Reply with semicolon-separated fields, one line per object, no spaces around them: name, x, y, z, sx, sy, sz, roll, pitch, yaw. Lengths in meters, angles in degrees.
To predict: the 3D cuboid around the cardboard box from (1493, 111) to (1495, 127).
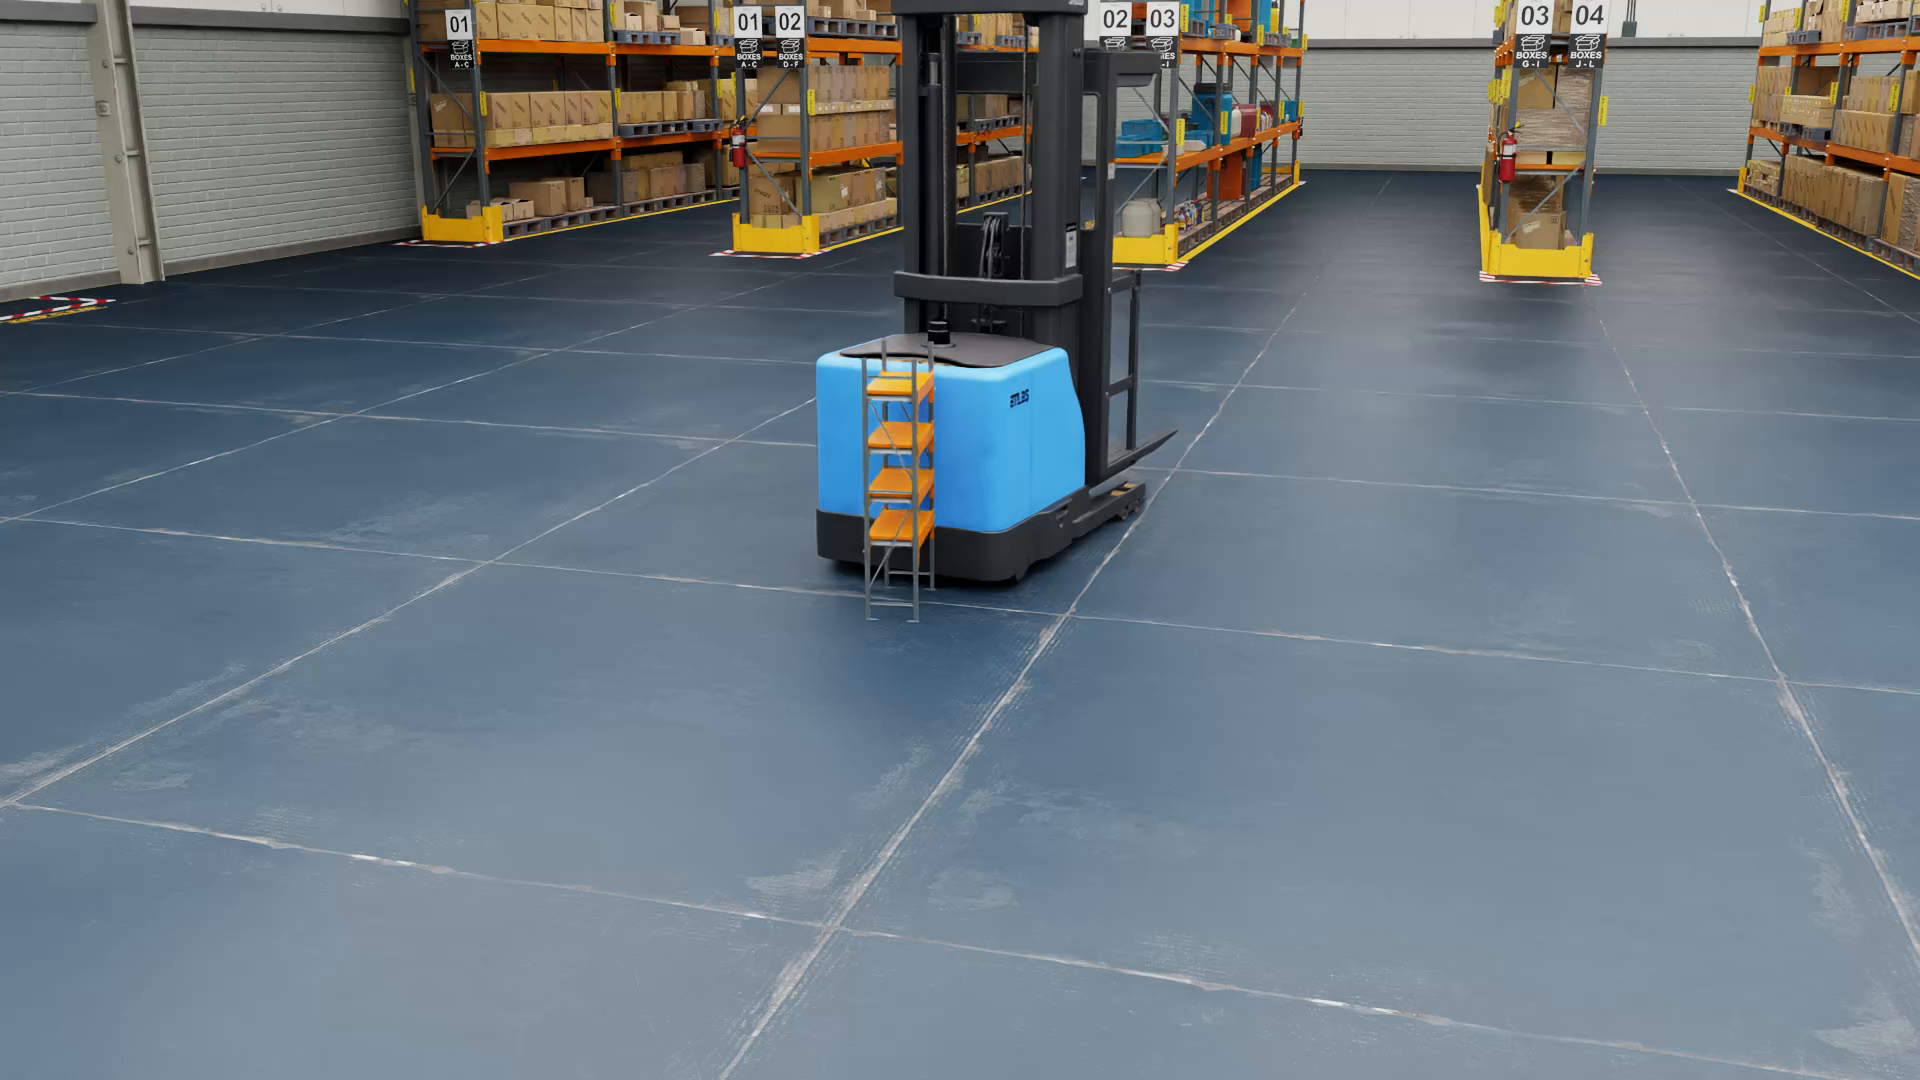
cardboard box;10.026;-7.729;30.399;0.500;0.500;0.500;5;16;16

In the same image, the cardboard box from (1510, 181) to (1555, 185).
cardboard box;8.789;-5.273;25.697;0.700;0.500;0.500;6;17;21

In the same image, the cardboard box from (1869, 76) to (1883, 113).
cardboard box;13.418;-6.336;23.656;0.700;0.500;0.500;4;16;15

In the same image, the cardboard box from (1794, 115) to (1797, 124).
cardboard box;14.204;-7.043;27.853;0.380;0.149;0.250;4;16;15

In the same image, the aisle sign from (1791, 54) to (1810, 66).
aisle sign;16.568;-9.664;32.639;0.394;0.787;0.004;5;16;16

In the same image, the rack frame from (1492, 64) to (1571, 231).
rack frame;8.123;-5.689;23.389;1.000;3.000;0.127;5;16;16

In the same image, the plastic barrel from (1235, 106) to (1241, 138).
plastic barrel;4.423;-6.888;27.410;0.421;0.512;0.421;0;16;0

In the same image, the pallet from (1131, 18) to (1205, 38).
pallet;2.566;-6.588;21.407;1.003;0.211;1.213;5;16;16

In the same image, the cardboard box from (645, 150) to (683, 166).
cardboard box;-5.364;-6.921;30.133;0.500;0.250;0.500;5;17;17

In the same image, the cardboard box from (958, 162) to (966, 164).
cardboard box;-0.196;-6.777;30.999;0.500;0.500;0.500;5;17;18

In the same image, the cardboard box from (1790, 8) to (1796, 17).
cardboard box;15.044;-9.414;29.654;0.380;0.149;0.250;5;16;16

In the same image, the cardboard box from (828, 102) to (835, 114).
cardboard box;-1.974;-6.058;23.319;0.380;0.149;0.250;4;16;15

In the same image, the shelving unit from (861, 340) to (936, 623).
shelving unit;-0.275;-0.274;7.596;0.258;1.200;0.503;2;16;7

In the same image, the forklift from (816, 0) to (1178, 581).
forklift;0.396;-1.567;8.984;1.130;2.935;3.031;8;18;25

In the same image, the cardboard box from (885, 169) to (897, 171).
cardboard box;-1.101;-6.133;28.198;0.500;0.311;0.500;4;16;15

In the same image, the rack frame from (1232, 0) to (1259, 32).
rack frame;4.511;-10.006;27.614;1.000;3.000;0.127;5;16;16

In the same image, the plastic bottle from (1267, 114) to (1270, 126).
plastic bottle;5.824;-7.918;31.461;0.061;0.283;0.133;5;16;16

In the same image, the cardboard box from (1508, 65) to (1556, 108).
cardboard box;6.906;-5.478;20.084;0.500;0.500;0.500;5;16;16

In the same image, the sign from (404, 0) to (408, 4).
sign;-7.787;-7.712;23.403;0.100;0.325;0.005;5;16;16

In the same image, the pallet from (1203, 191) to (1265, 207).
pallet;5.044;-6.306;30.674;1.003;0.211;1.213;5;16;16

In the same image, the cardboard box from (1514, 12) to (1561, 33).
cardboard box;6.880;-6.159;19.825;0.500;0.250;0.500;5;17;17

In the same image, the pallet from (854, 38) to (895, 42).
pallet;-1.136;-8.041;26.535;0.805;0.209;1.217;4;16;14

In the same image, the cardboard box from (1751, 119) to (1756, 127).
cardboard box;15.854;-8.237;32.834;0.380;0.149;0.250;4;16;15

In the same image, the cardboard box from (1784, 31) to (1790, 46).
cardboard box;15.157;-9.021;29.914;0.500;0.250;0.500;5;16;16

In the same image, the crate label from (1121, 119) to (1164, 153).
crate label;2.501;-5.546;22.821;0.502;0.435;0.616;5;16;16

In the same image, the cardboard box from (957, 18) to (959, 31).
cardboard box;-0.312;-8.954;28.911;0.500;0.250;0.500;3;16;12

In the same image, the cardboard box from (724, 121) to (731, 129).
cardboard box;-4.592;-7.910;31.644;0.380;0.149;0.250;5;17;17

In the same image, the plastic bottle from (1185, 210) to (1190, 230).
plastic bottle;3.177;-4.492;23.362;0.097;0.271;0.097;0;16;0

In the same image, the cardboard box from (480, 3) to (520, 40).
cardboard box;-6.739;-7.501;24.063;0.500;0.500;0.500;6;17;20

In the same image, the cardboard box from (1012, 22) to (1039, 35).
cardboard box;1.276;-10.270;33.404;0.500;0.250;0.500;5;16;16

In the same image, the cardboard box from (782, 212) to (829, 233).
cardboard box;-2.145;-4.414;23.163;0.500;0.250;0.500;5;16;16

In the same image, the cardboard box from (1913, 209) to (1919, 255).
cardboard box;12.090;-3.824;19.939;0.875;0.875;0.875;4;16;15

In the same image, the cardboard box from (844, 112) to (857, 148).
cardboard box;-1.928;-5.986;24.254;0.700;0.500;0.500;5;17;18

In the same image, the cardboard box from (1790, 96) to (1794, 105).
cardboard box;14.348;-7.465;28.253;0.380;0.149;0.250;4;16;15

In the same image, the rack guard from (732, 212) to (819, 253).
rack guard;-2.517;-4.203;22.731;1.175;0.500;0.348;5;16;16

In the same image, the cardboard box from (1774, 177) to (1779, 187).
cardboard box;14.908;-6.452;29.988;0.380;0.149;0.250;5;17;17

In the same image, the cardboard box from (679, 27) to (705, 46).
cardboard box;-4.933;-9.088;30.004;0.500;0.311;0.500;5;16;16

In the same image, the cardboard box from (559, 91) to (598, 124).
cardboard box;-6.099;-6.861;26.385;0.500;0.500;0.500;5;16;16

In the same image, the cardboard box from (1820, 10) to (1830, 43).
cardboard box;14.181;-8.247;26.728;0.500;0.500;0.500;5;16;16

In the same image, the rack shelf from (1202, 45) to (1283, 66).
rack shelf;5.079;-8.740;29.967;1.077;0.370;4.000;5;16;16

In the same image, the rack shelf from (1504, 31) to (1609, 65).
rack shelf;7.555;-6.263;21.233;1.077;0.370;4.000;5;16;16

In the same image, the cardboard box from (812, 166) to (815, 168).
cardboard box;-3.540;-8.121;35.777;0.700;0.500;0.500;5;17;17

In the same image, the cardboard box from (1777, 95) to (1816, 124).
cardboard box;14.990;-7.711;29.788;0.500;0.500;0.500;5;16;16

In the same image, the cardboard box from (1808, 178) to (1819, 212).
cardboard box;13.923;-5.516;26.592;0.500;0.500;0.500;5;16;16

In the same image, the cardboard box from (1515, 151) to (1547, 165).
cardboard box;6.869;-4.612;20.053;0.380;0.149;0.250;5;16;16

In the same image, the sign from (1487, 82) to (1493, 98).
sign;11.003;-9.328;34.486;0.100;0.325;0.005;5;16;16

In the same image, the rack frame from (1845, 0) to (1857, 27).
rack frame;13.986;-9.211;24.811;1.000;3.000;0.127;5;16;16

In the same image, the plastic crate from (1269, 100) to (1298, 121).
plastic crate;6.868;-9.156;35.439;0.616;0.435;0.499;5;16;16

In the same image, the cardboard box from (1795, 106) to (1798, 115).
cardboard box;14.202;-7.184;27.806;0.380;0.149;0.250;4;16;15

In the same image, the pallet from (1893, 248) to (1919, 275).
pallet;12.214;-3.423;20.512;1.003;0.211;1.213;5;16;16
